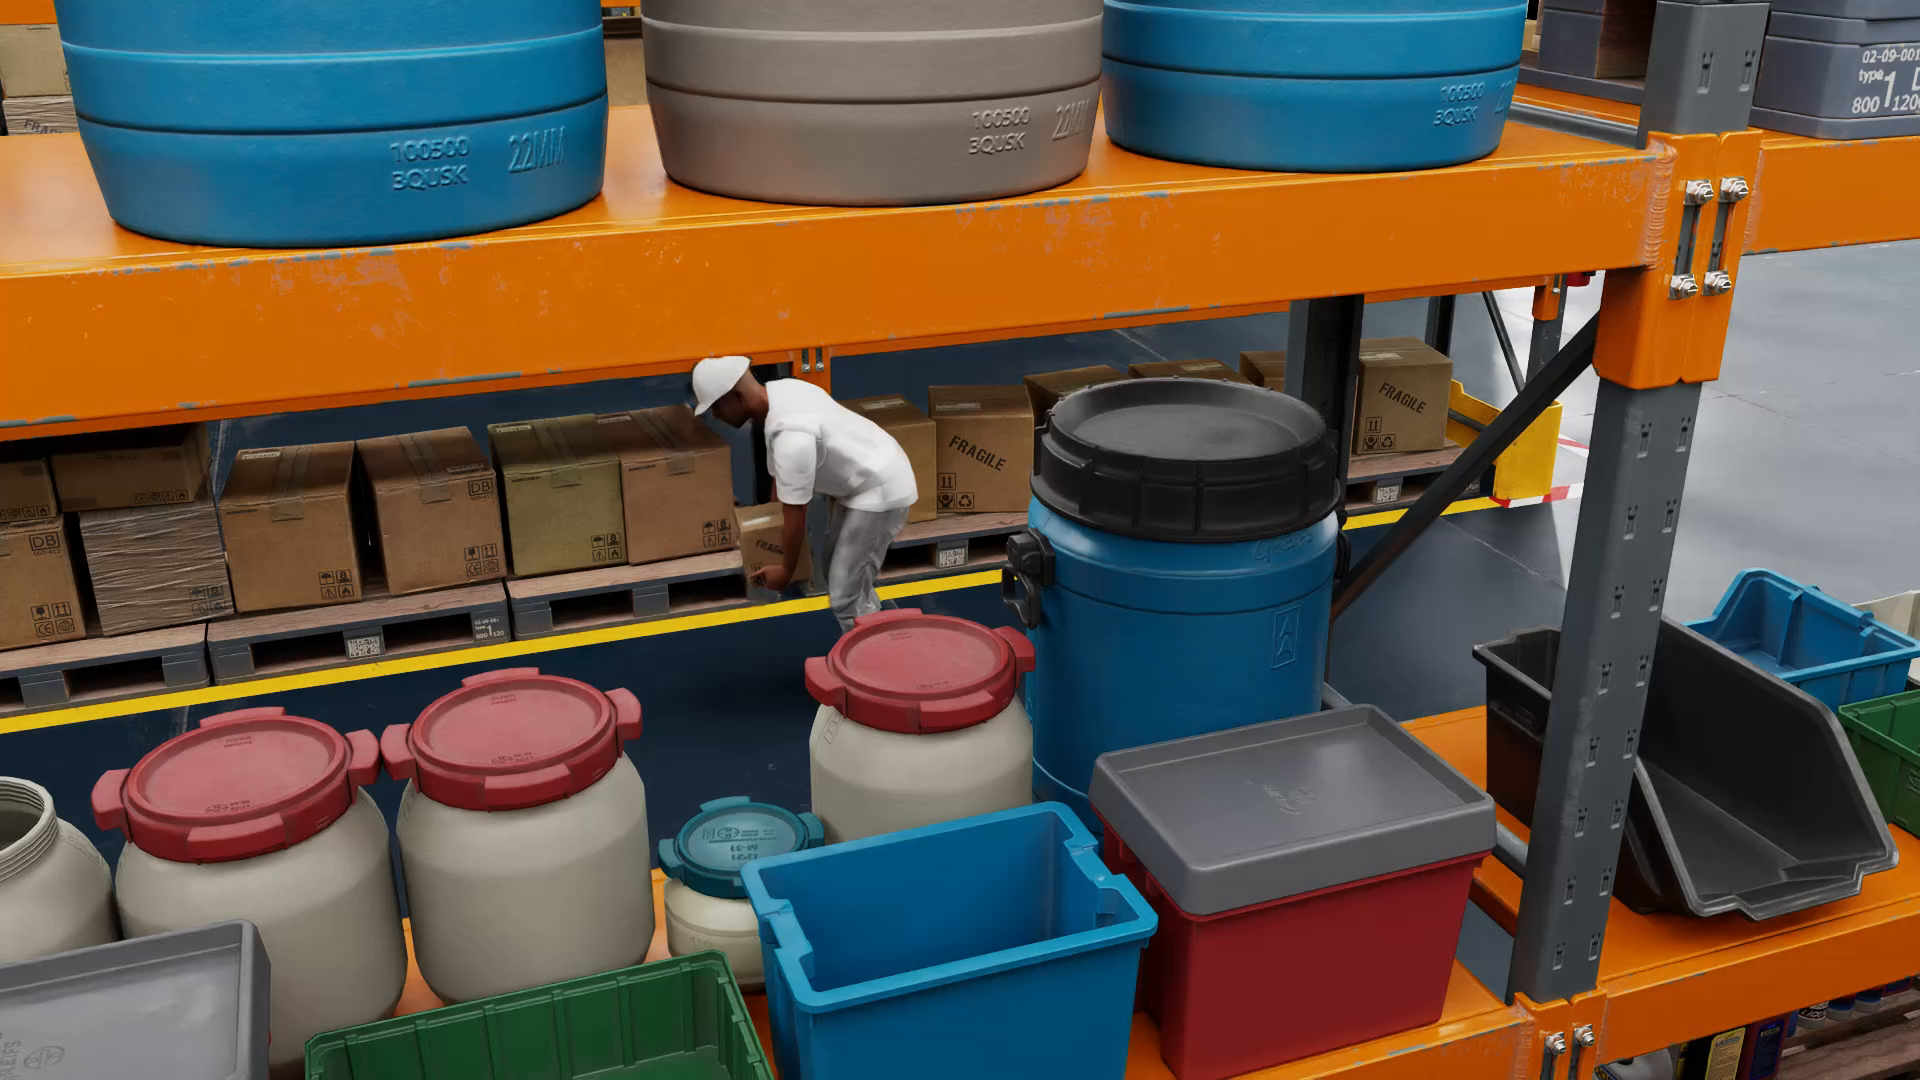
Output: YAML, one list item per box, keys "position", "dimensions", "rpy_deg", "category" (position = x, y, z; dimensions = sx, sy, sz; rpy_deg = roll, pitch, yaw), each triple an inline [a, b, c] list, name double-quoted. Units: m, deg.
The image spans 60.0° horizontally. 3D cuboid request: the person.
- position: [-0.589, -0.043, 6.527]
  dimensions: [0.843, 1.489, 0.476]
  rpy_deg: [-3, 23, -8]
  category: "person"
